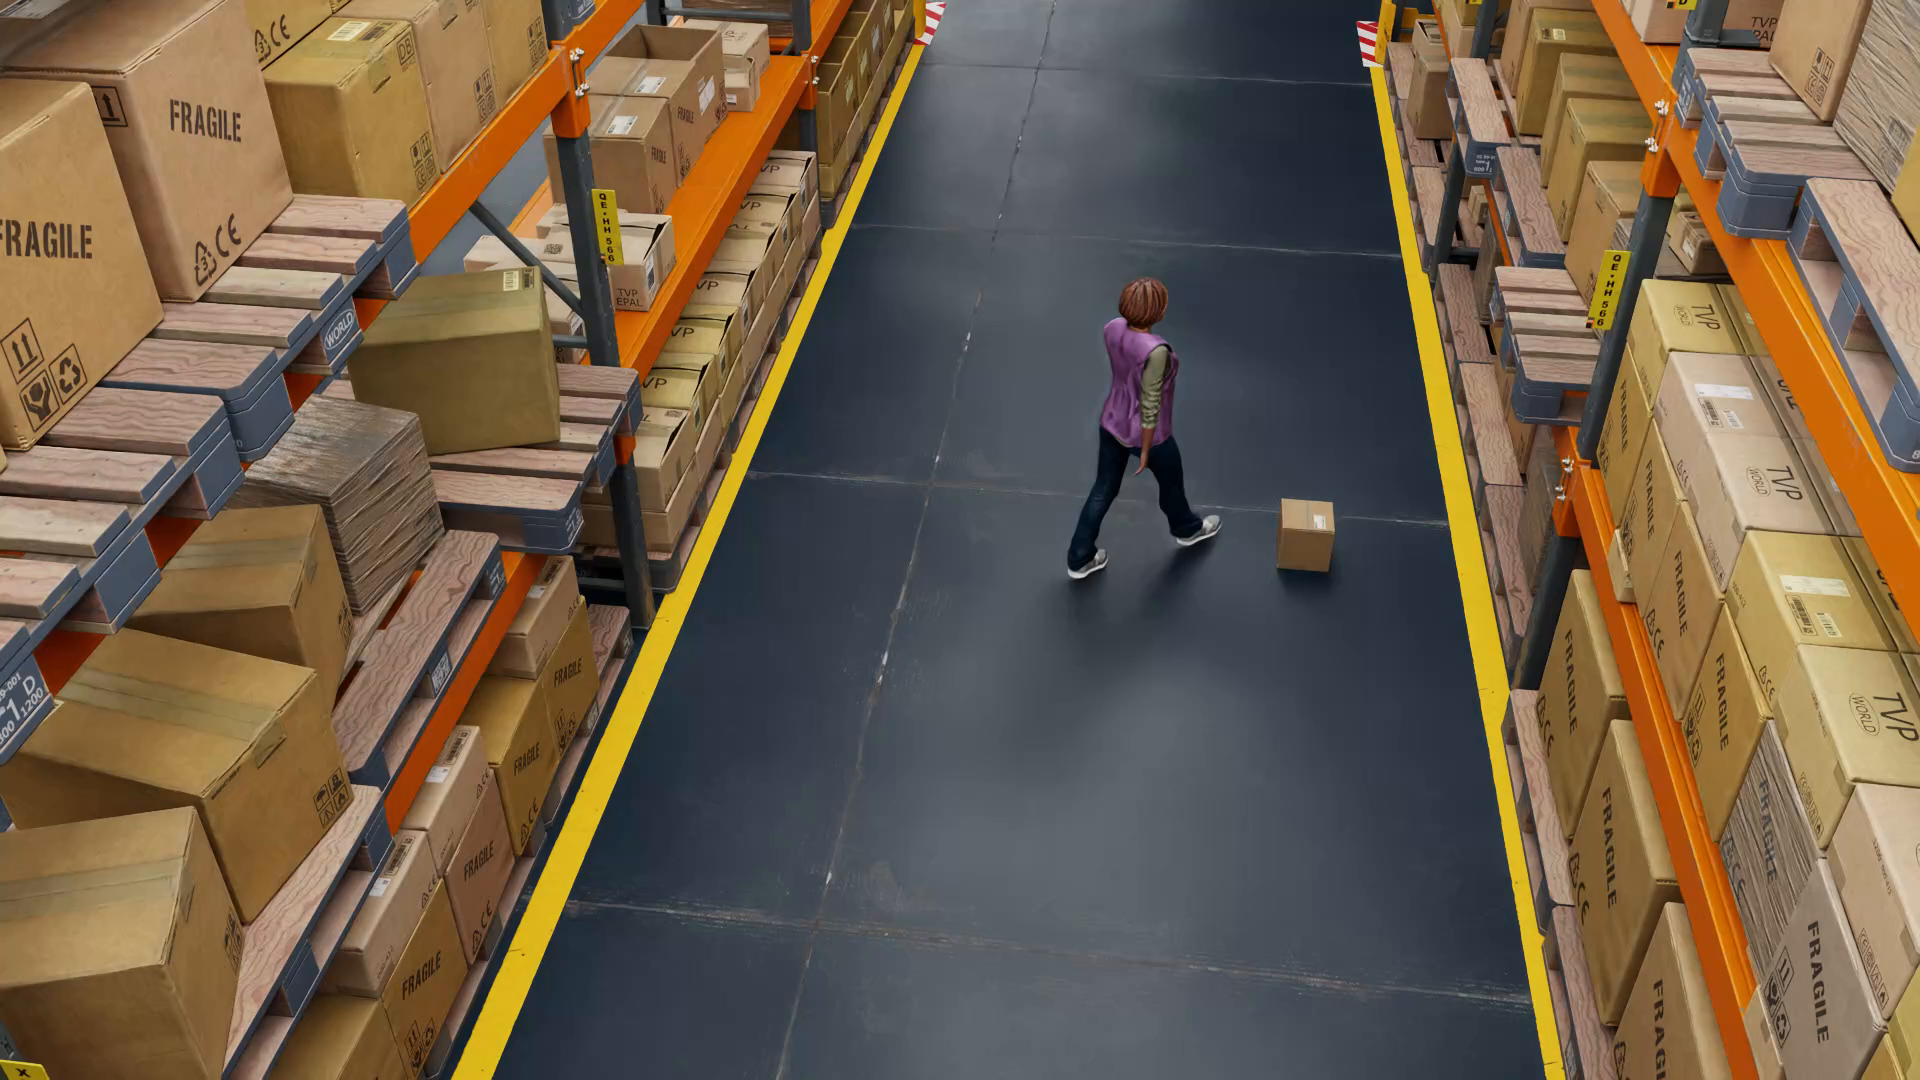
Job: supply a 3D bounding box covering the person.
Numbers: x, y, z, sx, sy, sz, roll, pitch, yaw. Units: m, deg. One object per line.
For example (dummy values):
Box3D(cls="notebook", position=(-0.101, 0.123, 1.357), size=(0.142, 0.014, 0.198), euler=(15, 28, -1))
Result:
Box3D(cls="person", position=(0.889, -0.563, 7.785), size=(0.892, 1.554, 0.427), euler=(-27, 44, -31))
